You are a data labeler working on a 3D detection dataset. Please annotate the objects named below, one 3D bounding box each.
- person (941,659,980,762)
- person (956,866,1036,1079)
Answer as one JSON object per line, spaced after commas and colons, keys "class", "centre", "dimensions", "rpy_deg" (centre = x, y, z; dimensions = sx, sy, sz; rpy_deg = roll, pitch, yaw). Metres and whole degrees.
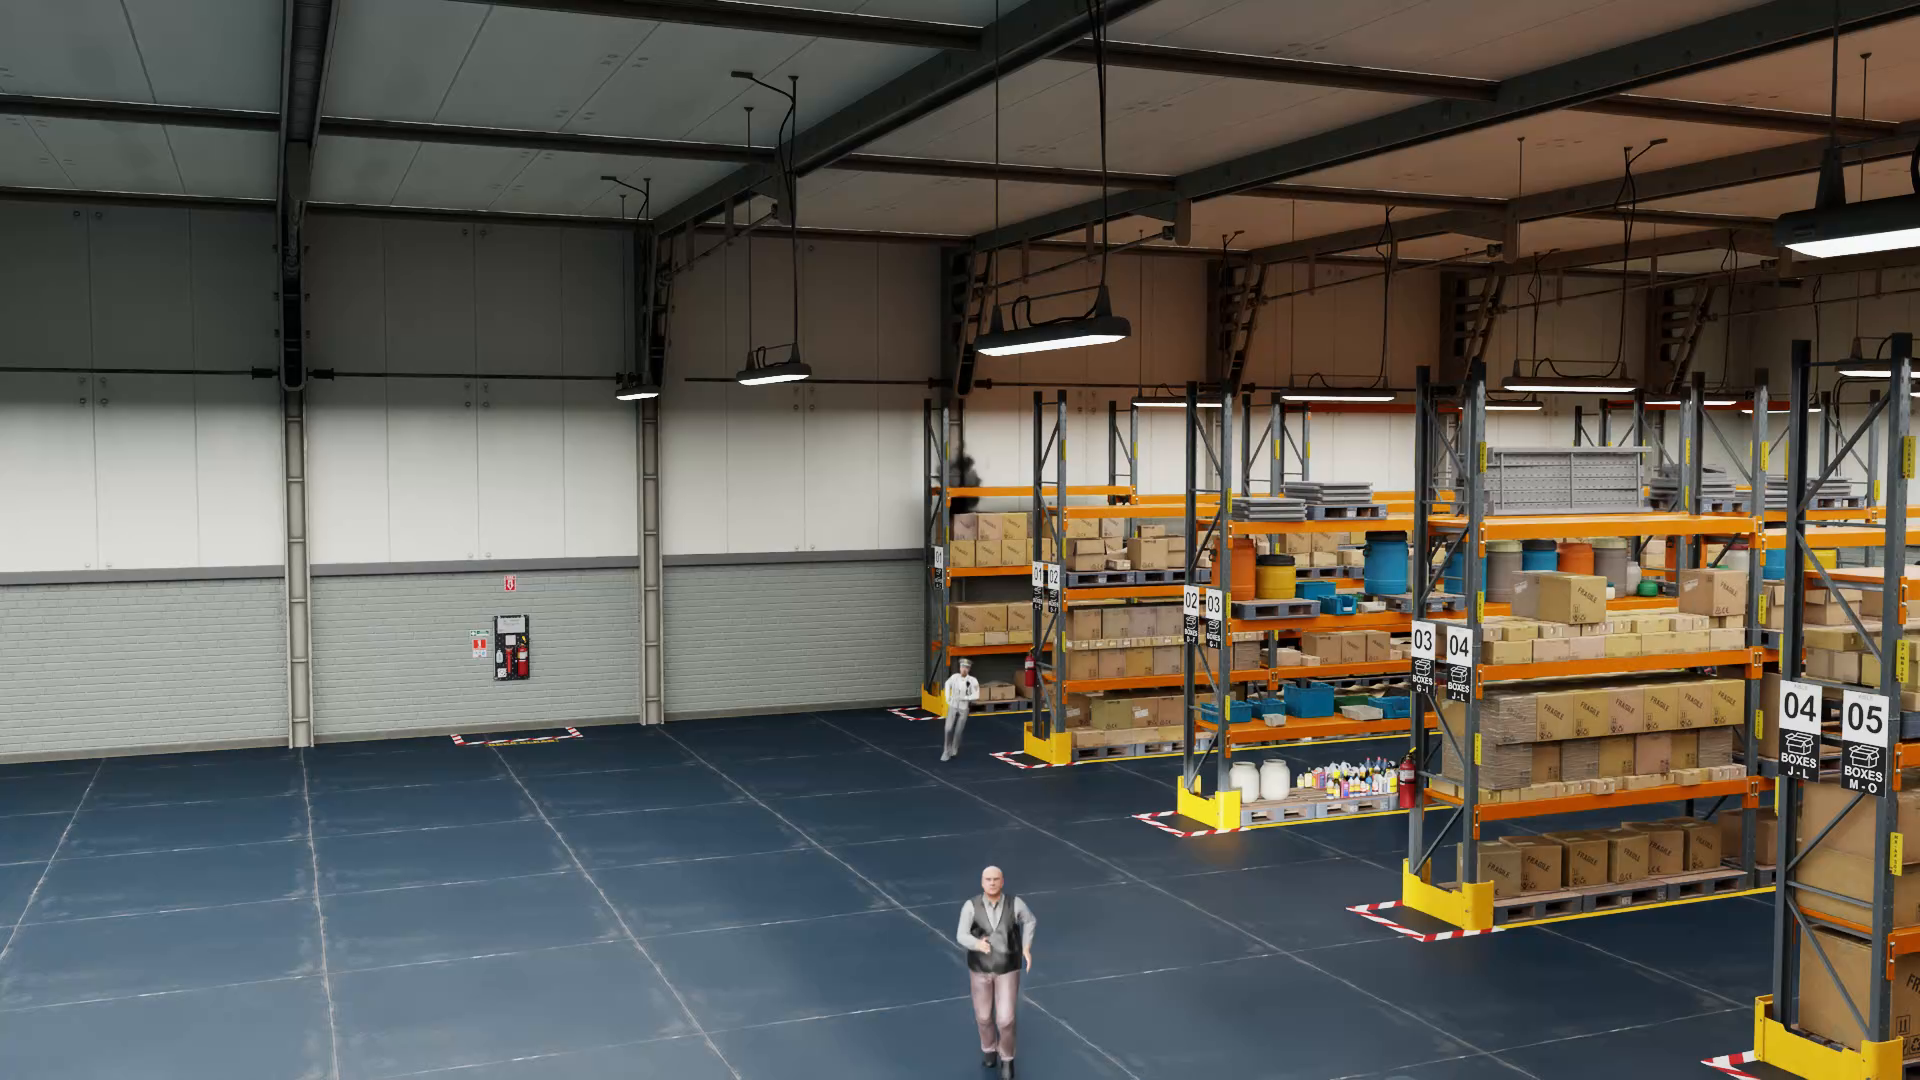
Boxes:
{"class": "person", "centre": [0.005, 2.763, 26.988], "dimensions": [0.604, 1.723, 0.653], "rpy_deg": [0, 3, 8]}
{"class": "person", "centre": [0.285, 3.516, 13.455], "dimensions": [0.626, 1.747, 0.714], "rpy_deg": [0, 3, 7]}
